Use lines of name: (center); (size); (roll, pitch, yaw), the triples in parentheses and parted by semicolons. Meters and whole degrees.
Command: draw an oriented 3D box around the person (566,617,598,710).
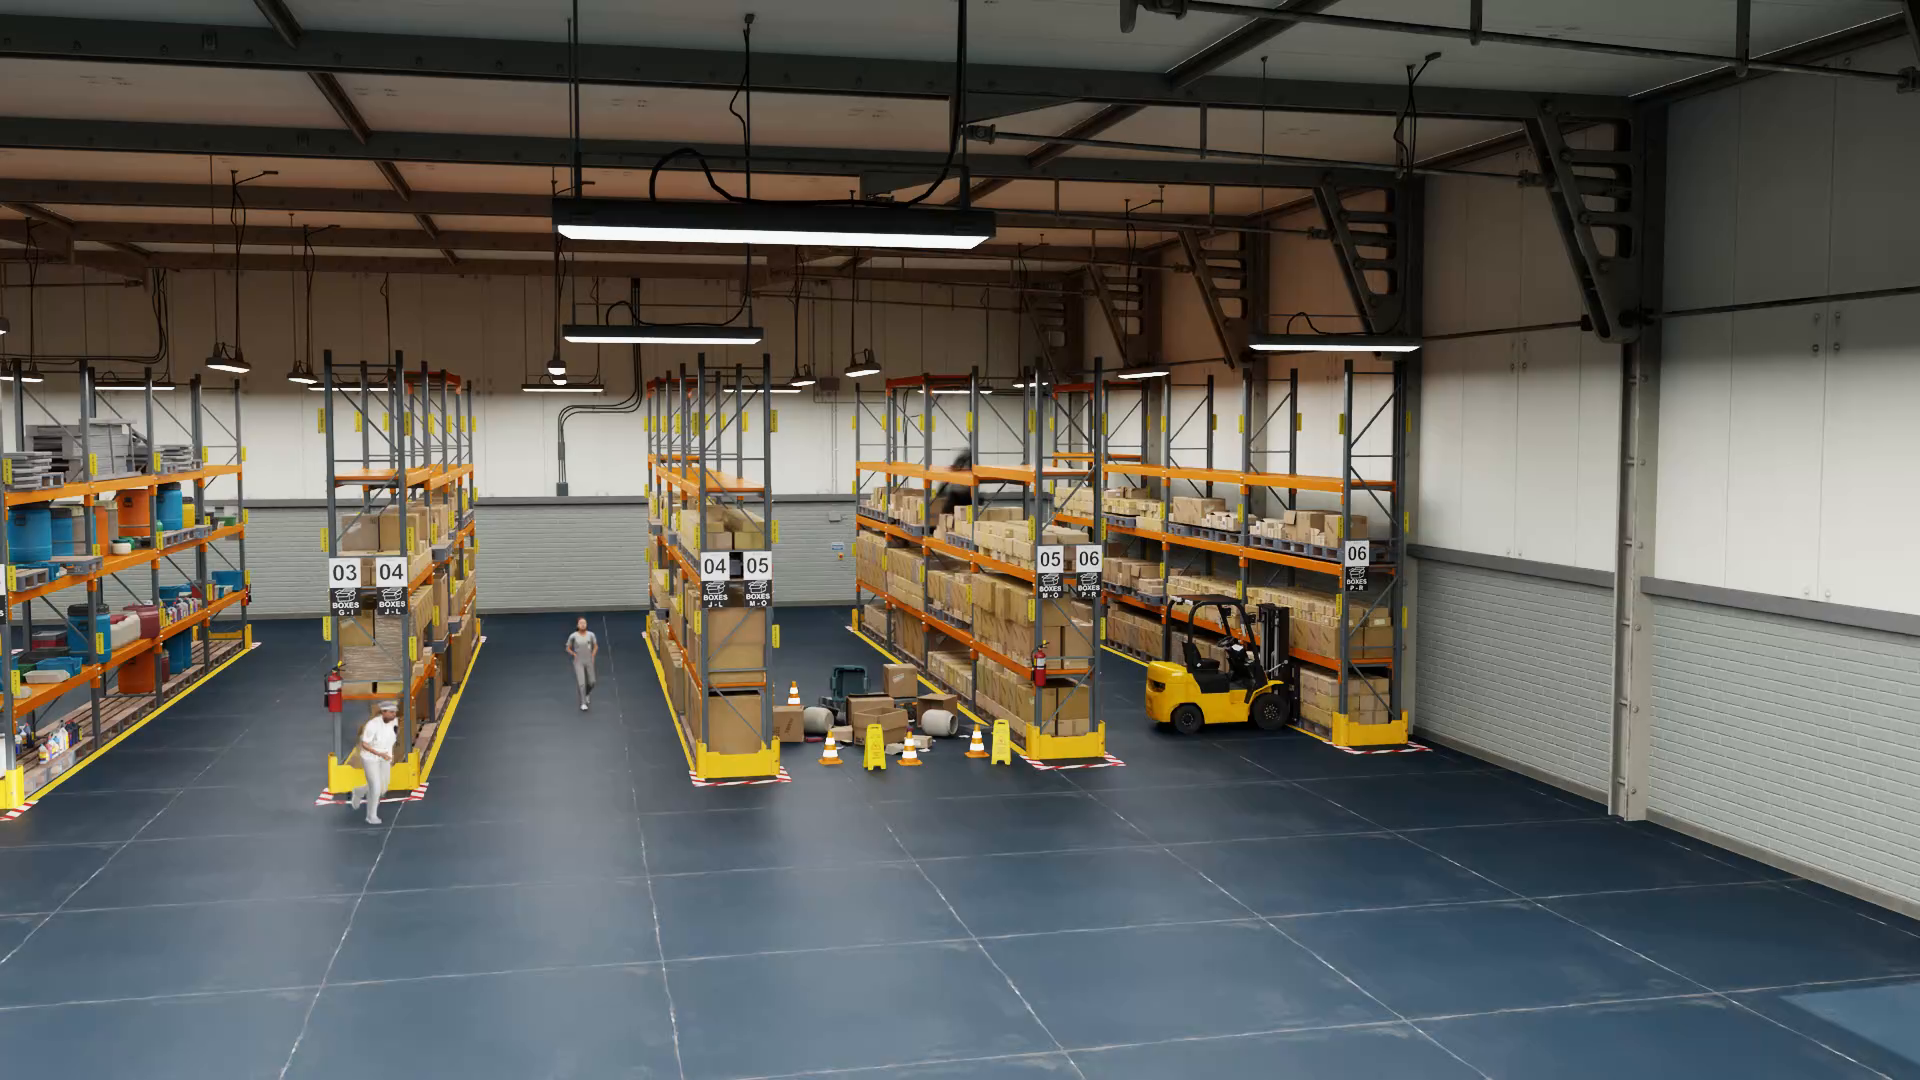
person: (-6.619, 2.158, 29.188); (0.561, 1.621, 0.584); (-2, 4, -23)

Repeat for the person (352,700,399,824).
person: (-7.339, 2.778, 20.979); (0.826, 1.582, 0.590); (3, 5, 32)
